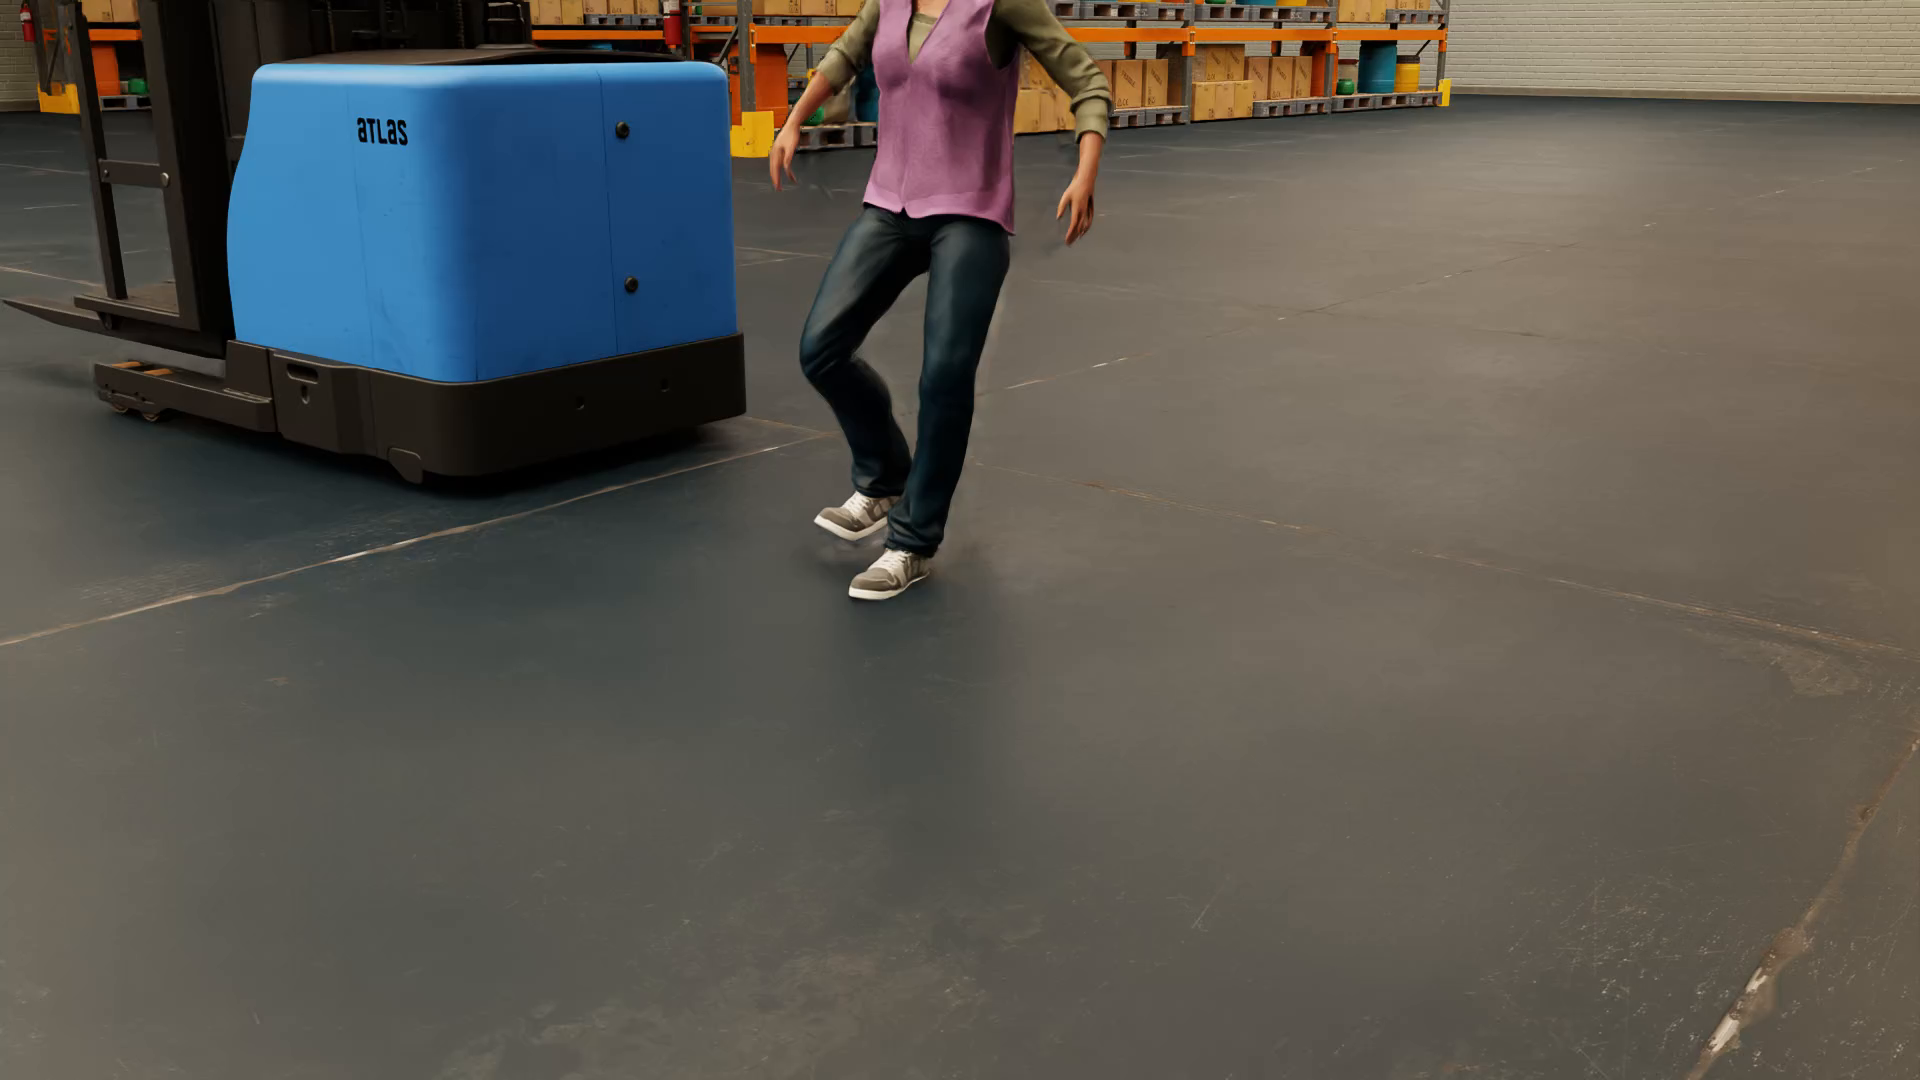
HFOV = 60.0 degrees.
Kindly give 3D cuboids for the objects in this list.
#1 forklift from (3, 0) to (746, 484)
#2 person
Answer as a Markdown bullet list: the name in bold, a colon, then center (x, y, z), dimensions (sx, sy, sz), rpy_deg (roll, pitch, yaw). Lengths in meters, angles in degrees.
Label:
- **forklift**: center (-2.106, -1.874, 5.068), dimensions (3.031, 2.935, 1.130), rpy_deg (13, 21, 36)
- **person**: center (-0.104, -0.670, 3.557), dimensions (0.767, 1.548, 0.589), rpy_deg (11, 20, 33)
